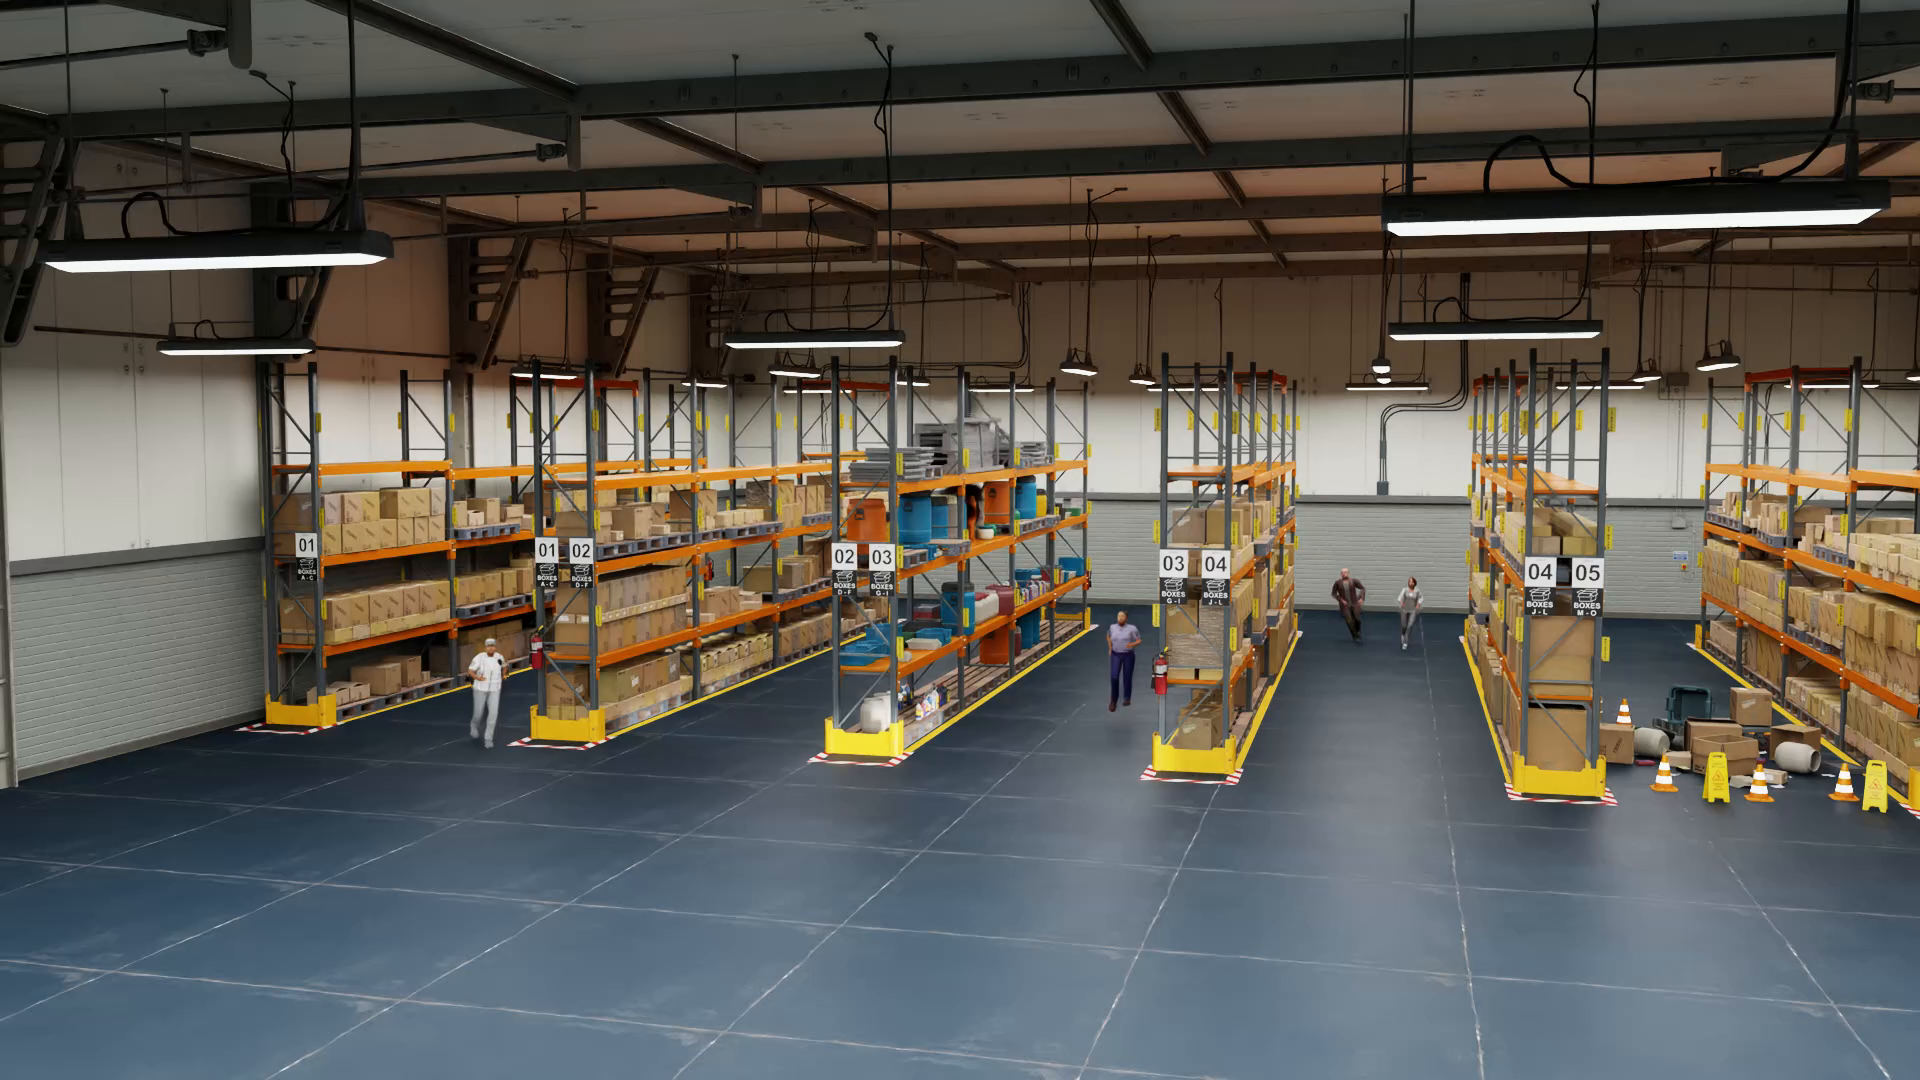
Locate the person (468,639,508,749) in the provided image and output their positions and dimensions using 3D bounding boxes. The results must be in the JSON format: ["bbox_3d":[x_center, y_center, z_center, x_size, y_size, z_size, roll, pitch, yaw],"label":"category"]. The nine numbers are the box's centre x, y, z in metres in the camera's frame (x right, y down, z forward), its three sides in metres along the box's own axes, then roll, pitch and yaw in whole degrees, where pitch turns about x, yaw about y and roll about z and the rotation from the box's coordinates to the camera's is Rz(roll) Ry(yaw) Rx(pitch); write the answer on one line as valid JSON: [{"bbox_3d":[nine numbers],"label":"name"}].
[{"bbox_3d":[-7.347,2.371,25.924,0.616,1.670,0.800,-2,4,-25],"label":"person"}]

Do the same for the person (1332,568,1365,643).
[{"bbox_3d":[8.855,1.486,37.932,0.737,1.692,0.588,1,4,15],"label":"person"}]

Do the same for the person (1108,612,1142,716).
[{"bbox_3d":[2.713,2.033,27.542,0.595,1.699,0.731,1,4,12],"label":"person"}]

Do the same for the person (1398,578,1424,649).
[{"bbox_3d":[10.034,1.626,37.051,0.551,1.576,0.684,1,4,18],"label":"person"}]
